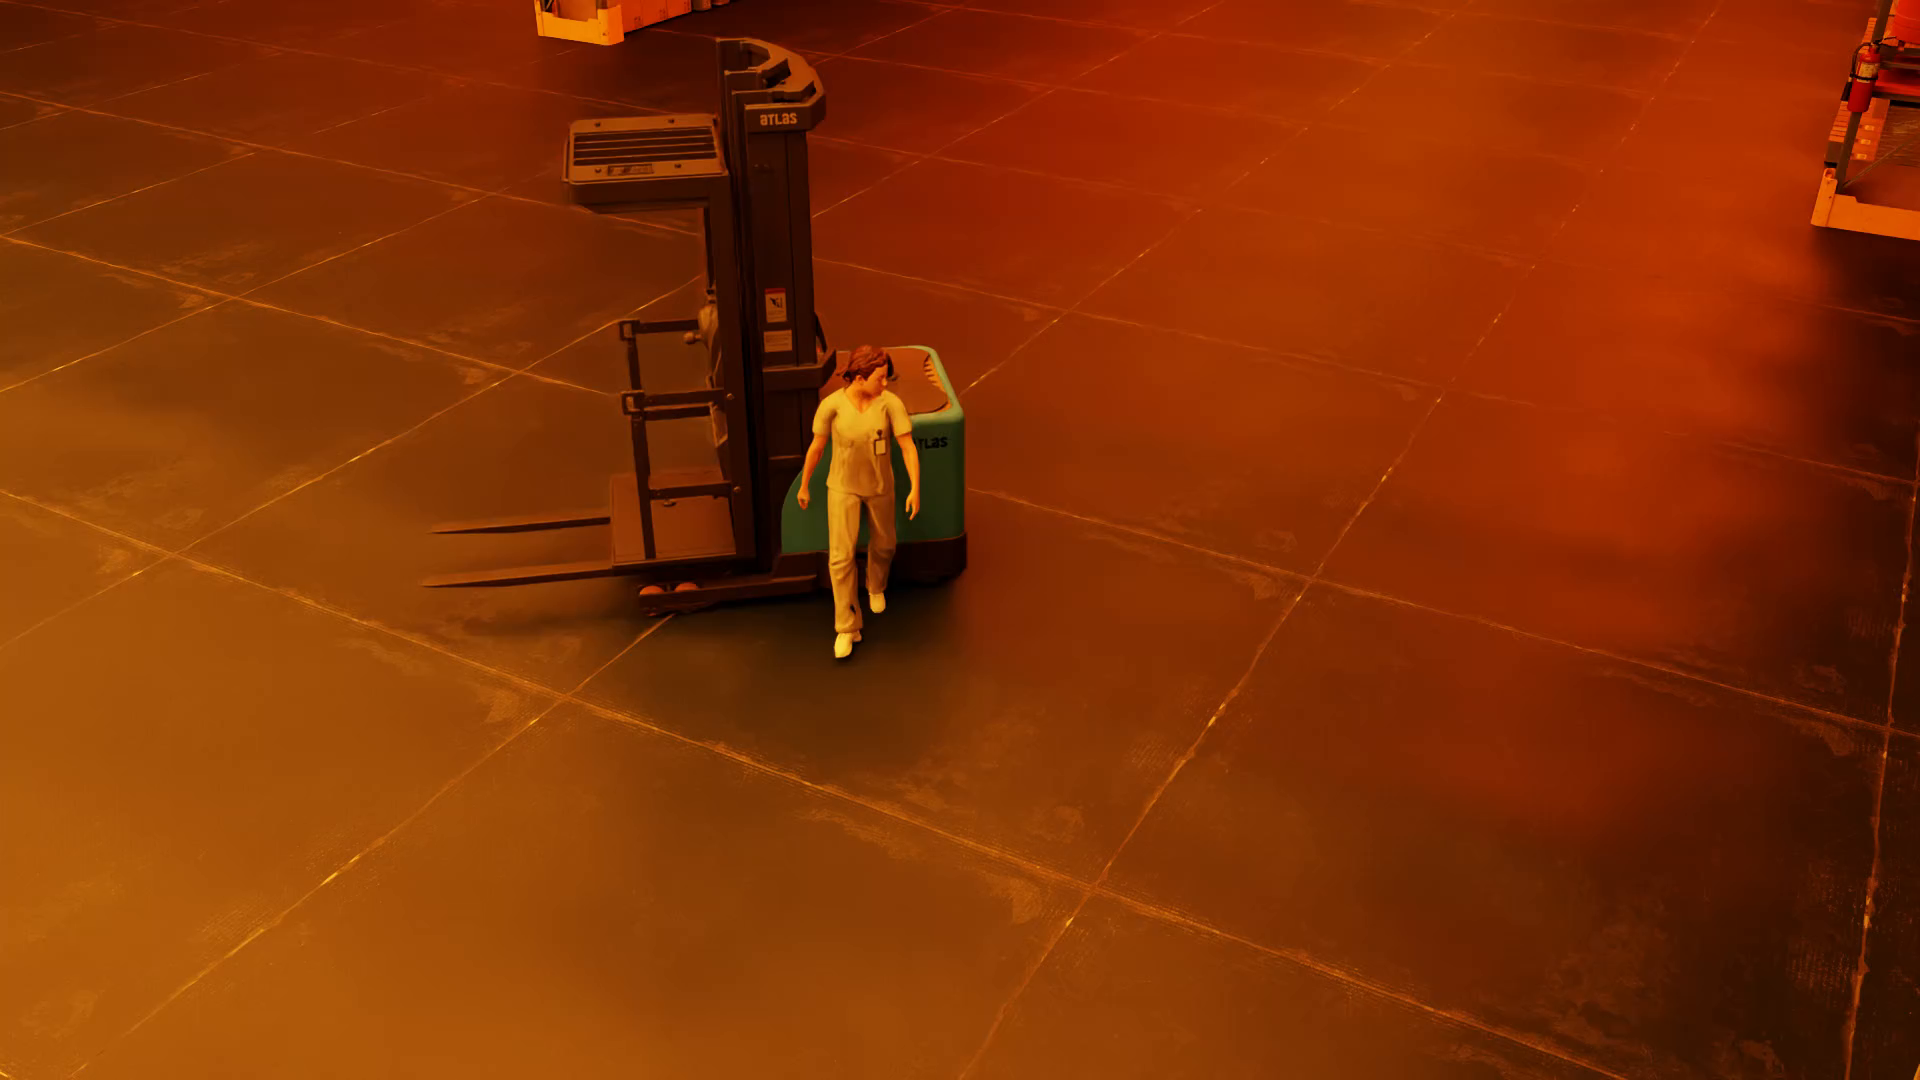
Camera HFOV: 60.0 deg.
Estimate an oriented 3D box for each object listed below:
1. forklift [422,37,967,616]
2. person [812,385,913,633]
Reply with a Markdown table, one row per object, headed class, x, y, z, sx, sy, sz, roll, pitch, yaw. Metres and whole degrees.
| class | x | y | z | sx | sy | sz | roll | pitch | yaw |
| --- | --- | --- | --- | --- | --- | --- | --- | --- | --- |
| forklift | -1.530 | -1.131 | 9.031 | 3.031 | 2.935 | 1.130 | -5 | 30 | -9 |
| person | -0.507 | -0.190 | 8.902 | 0.517 | 1.340 | 0.647 | -6 | 31 | -11 |
